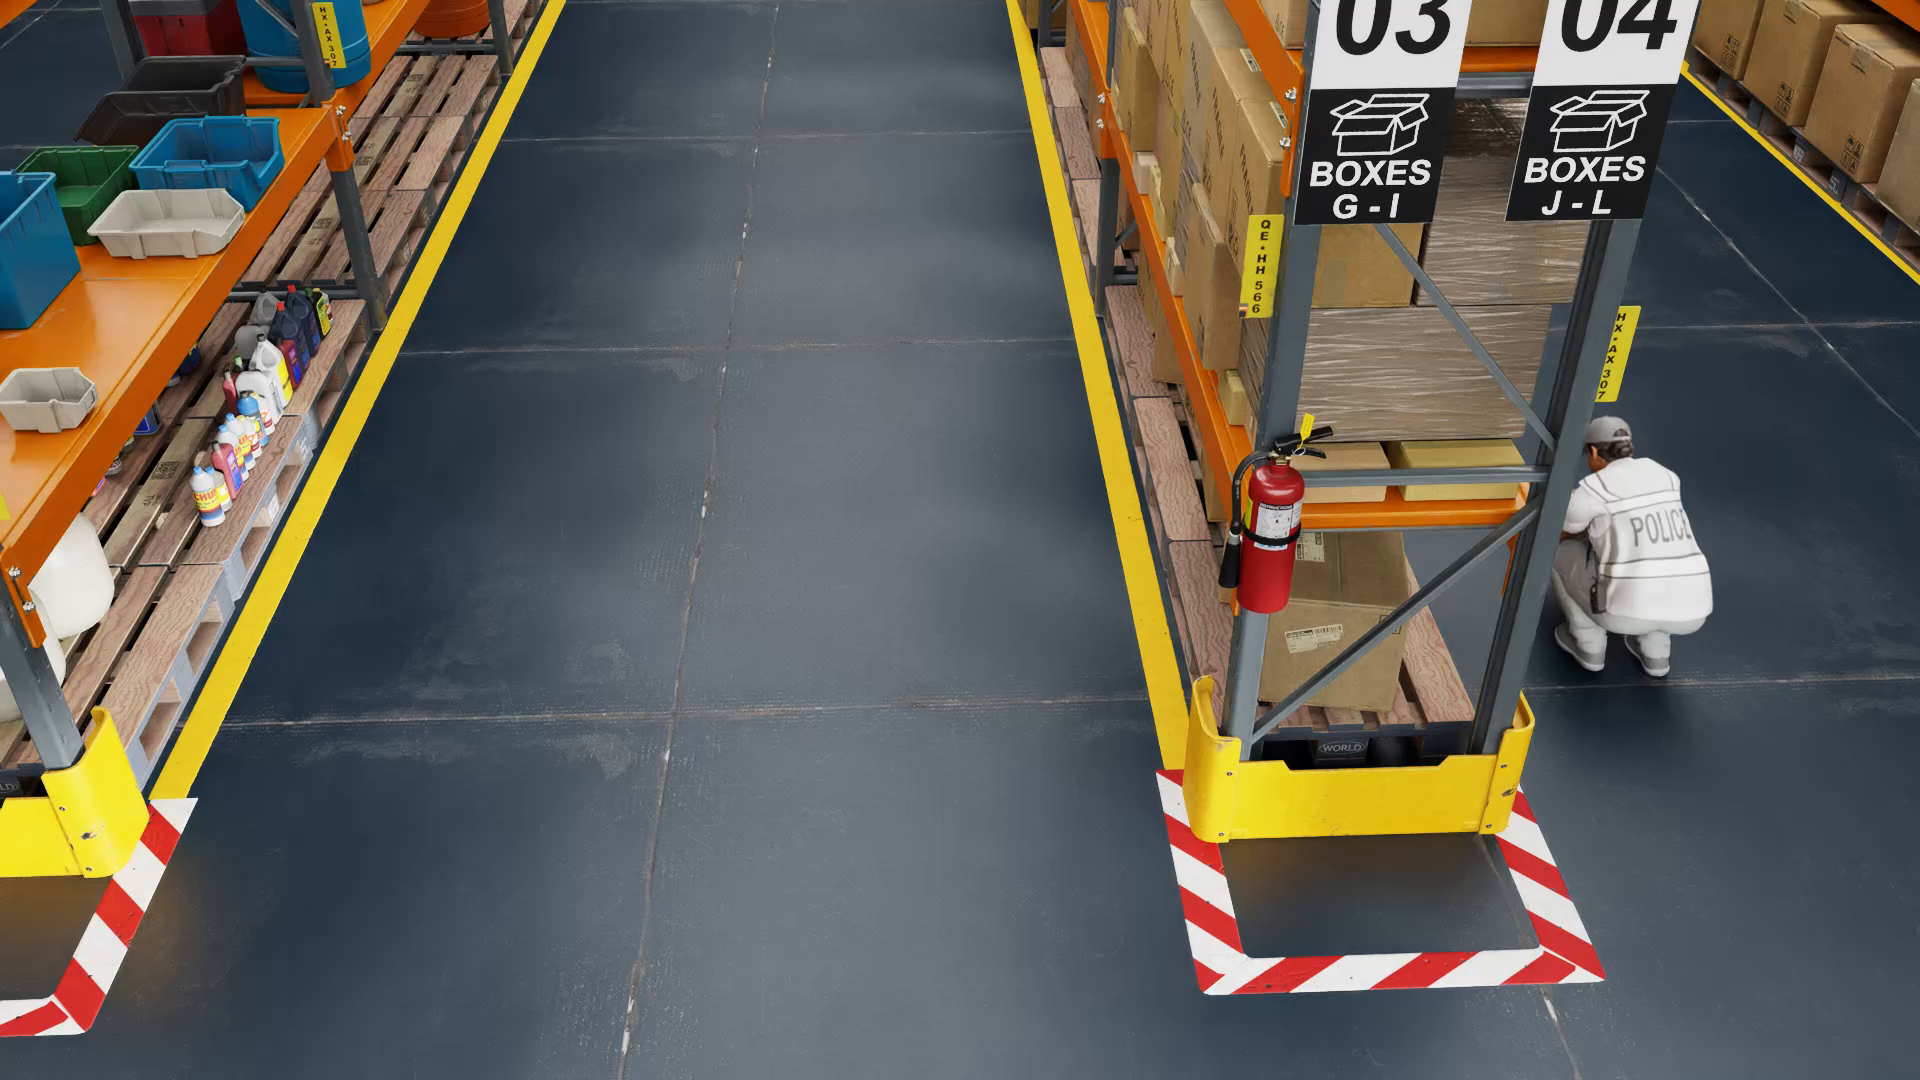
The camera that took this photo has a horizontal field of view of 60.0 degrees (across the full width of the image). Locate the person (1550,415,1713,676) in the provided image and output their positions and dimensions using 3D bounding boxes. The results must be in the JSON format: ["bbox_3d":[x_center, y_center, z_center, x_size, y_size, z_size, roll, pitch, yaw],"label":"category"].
[{"bbox_3d":[2.690,0.038,6.728,0.510,0.943,0.856,-3,36,-5],"label":"person"}]
